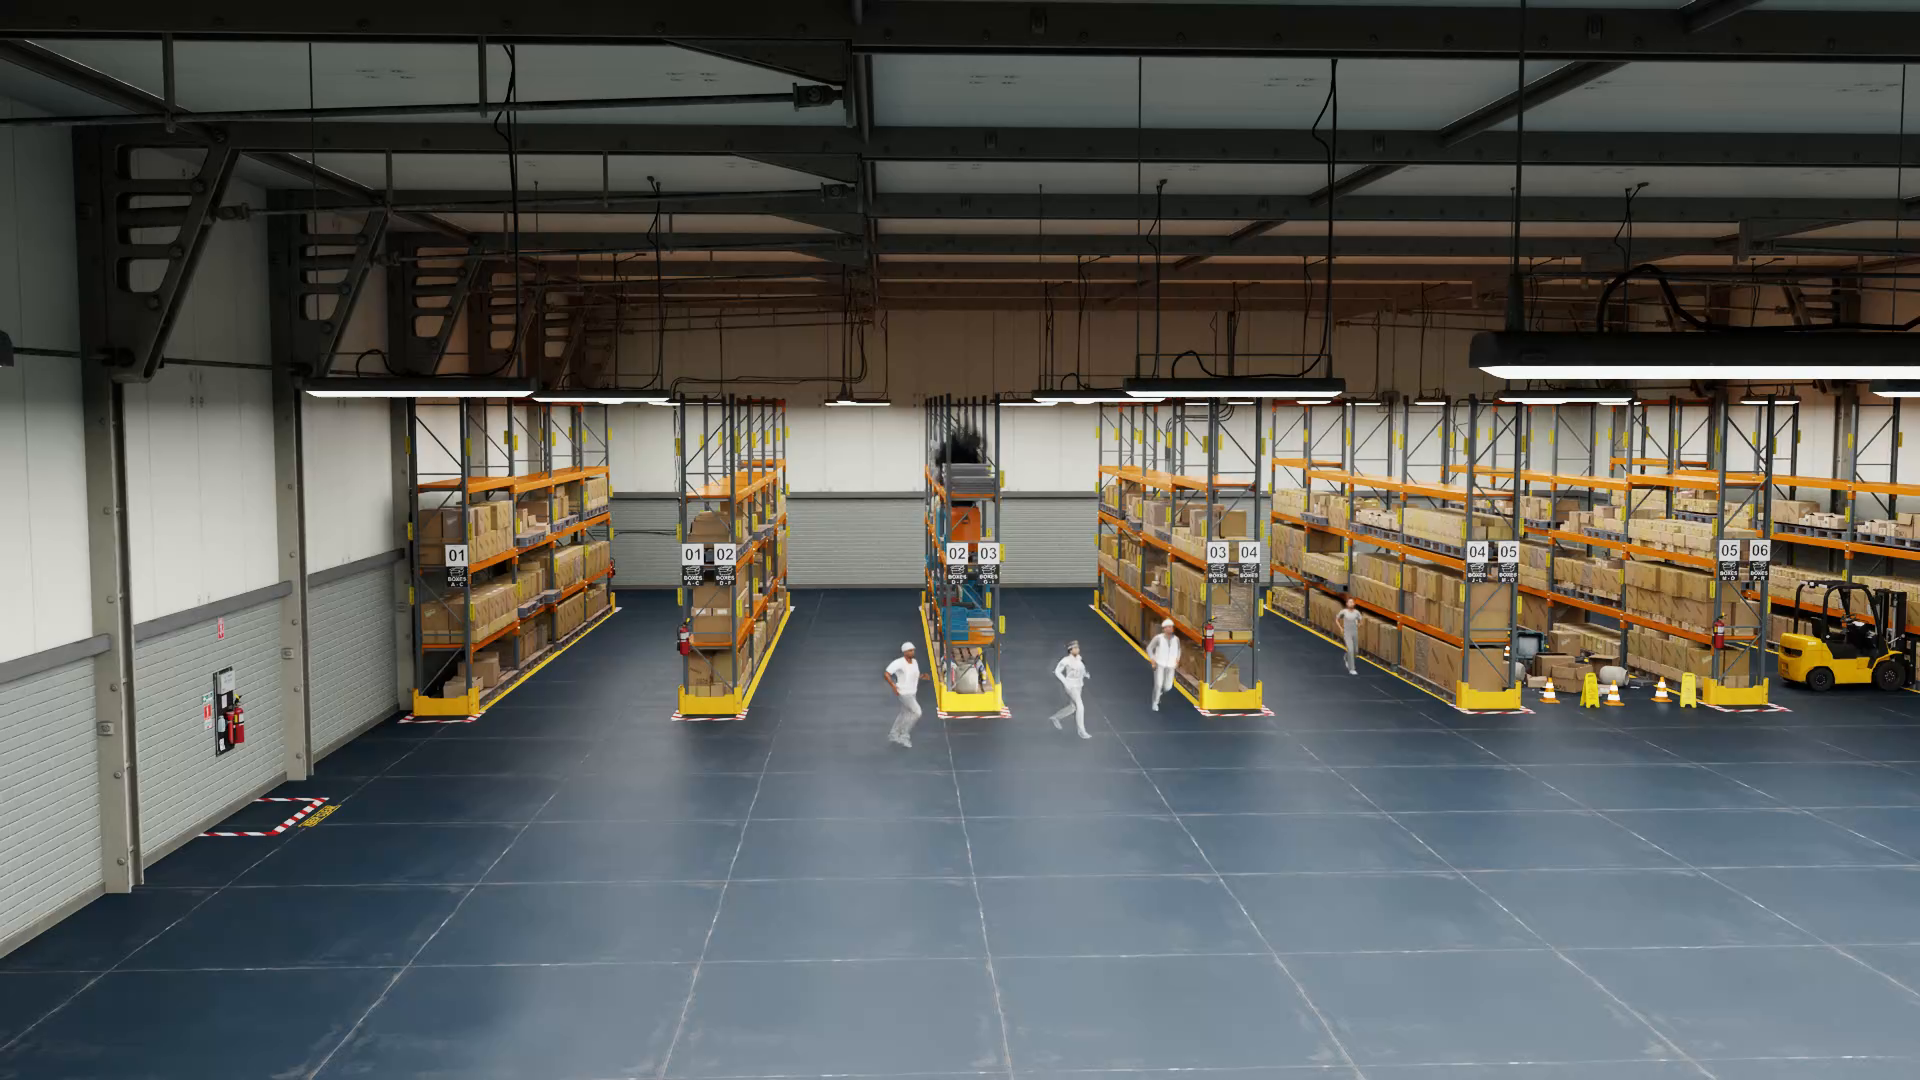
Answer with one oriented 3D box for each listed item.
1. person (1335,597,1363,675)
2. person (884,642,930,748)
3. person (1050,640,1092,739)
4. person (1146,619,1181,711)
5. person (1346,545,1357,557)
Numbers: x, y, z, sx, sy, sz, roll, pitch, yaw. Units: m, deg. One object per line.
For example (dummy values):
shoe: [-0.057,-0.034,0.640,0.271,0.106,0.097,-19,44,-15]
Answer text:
person: [8.430,2.056,35.990,0.577,1.640,0.859,-1,5,-8]
person: [-0.875,2.630,28.239,0.722,1.802,0.659,2,5,25]
person: [1.975,2.587,29.064,0.818,1.709,0.604,3,6,36]
person: [3.904,2.369,31.791,0.700,1.721,0.562,-1,5,-12]
person: [11.751,0.940,49.768,0.935,1.691,0.583,-1,5,-18]
